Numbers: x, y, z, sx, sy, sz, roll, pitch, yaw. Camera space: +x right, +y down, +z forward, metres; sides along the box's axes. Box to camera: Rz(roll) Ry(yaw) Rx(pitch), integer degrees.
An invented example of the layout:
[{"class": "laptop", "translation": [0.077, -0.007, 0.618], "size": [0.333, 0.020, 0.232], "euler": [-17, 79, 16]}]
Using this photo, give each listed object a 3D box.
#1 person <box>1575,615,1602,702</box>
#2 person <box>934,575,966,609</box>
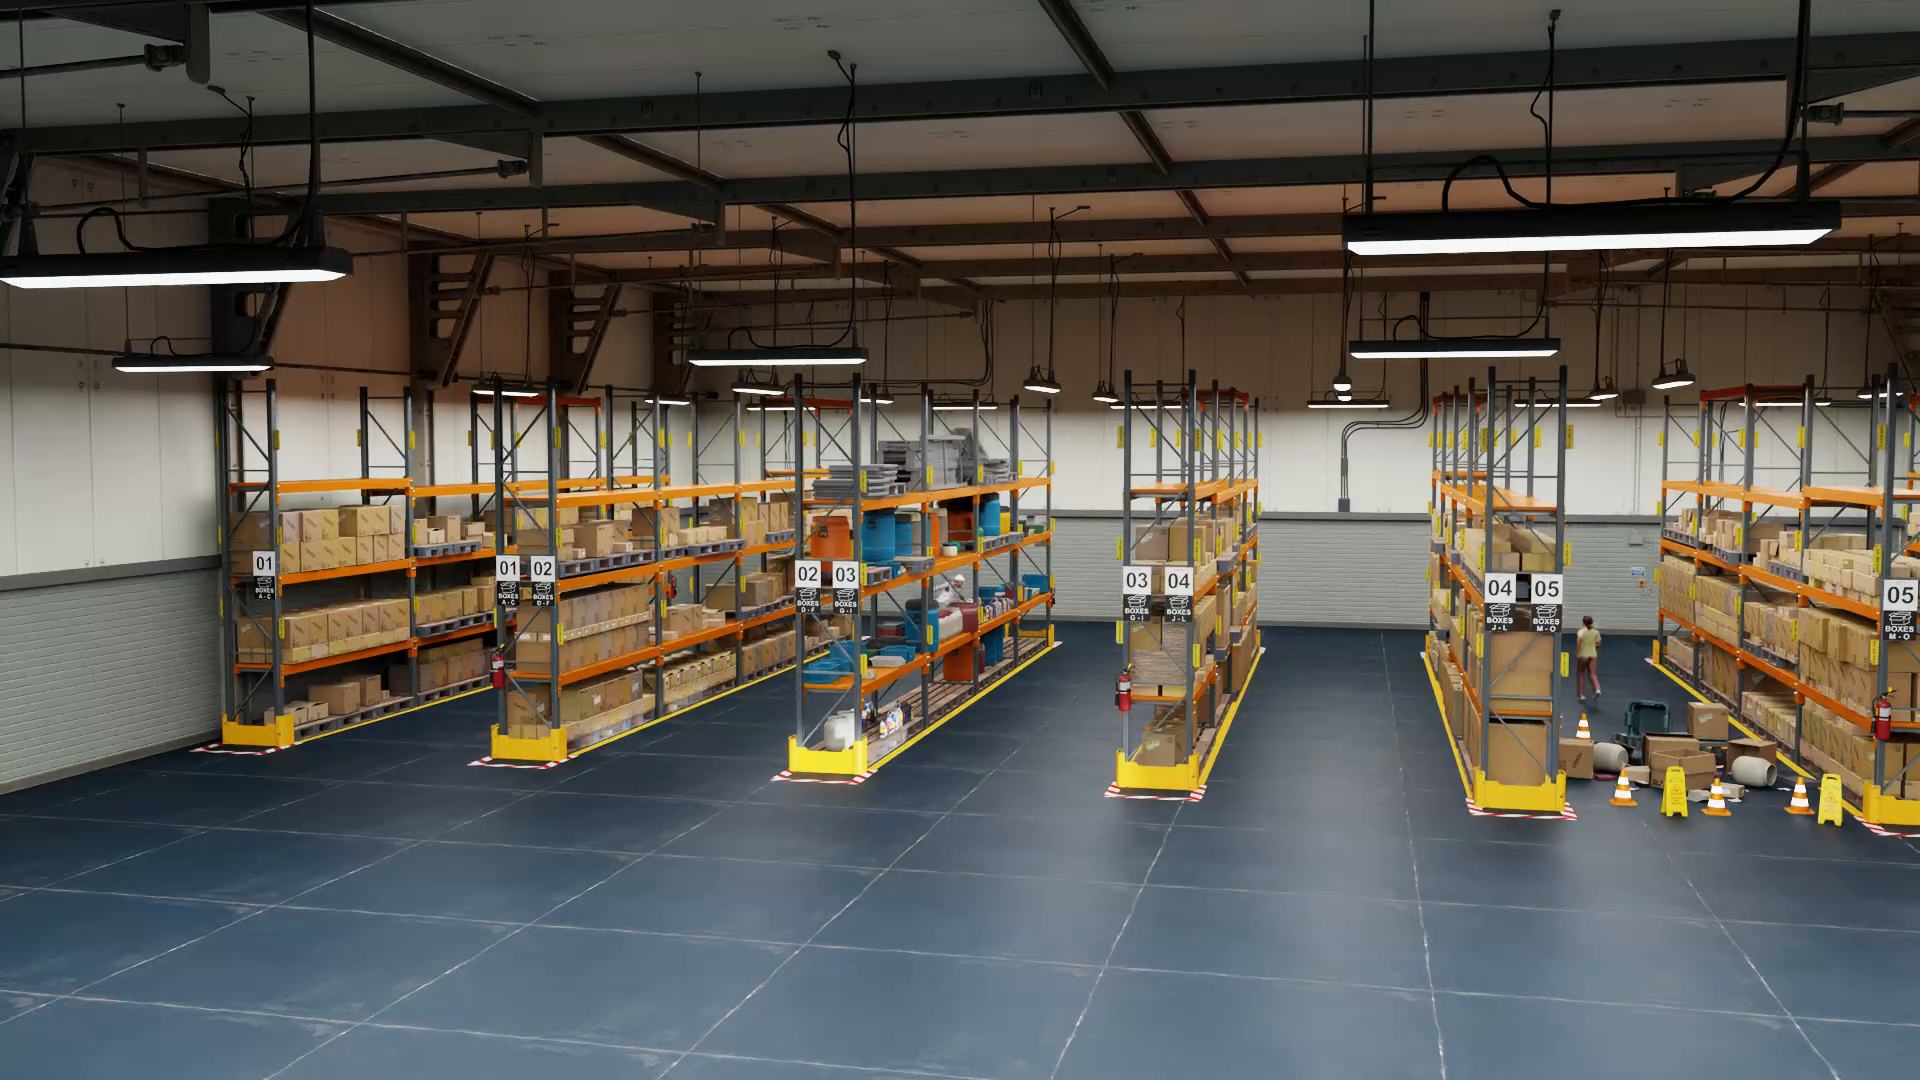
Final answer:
[{"class": "person", "translation": [11.944, 2.278, 31.576], "size": [0.547, 1.676, 0.941], "euler": [0, 3, 1]}, {"class": "person", "translation": [-0.278, 1.649, 42.940], "size": [0.983, 1.538, 0.672], "euler": [3, 4, 38]}]
